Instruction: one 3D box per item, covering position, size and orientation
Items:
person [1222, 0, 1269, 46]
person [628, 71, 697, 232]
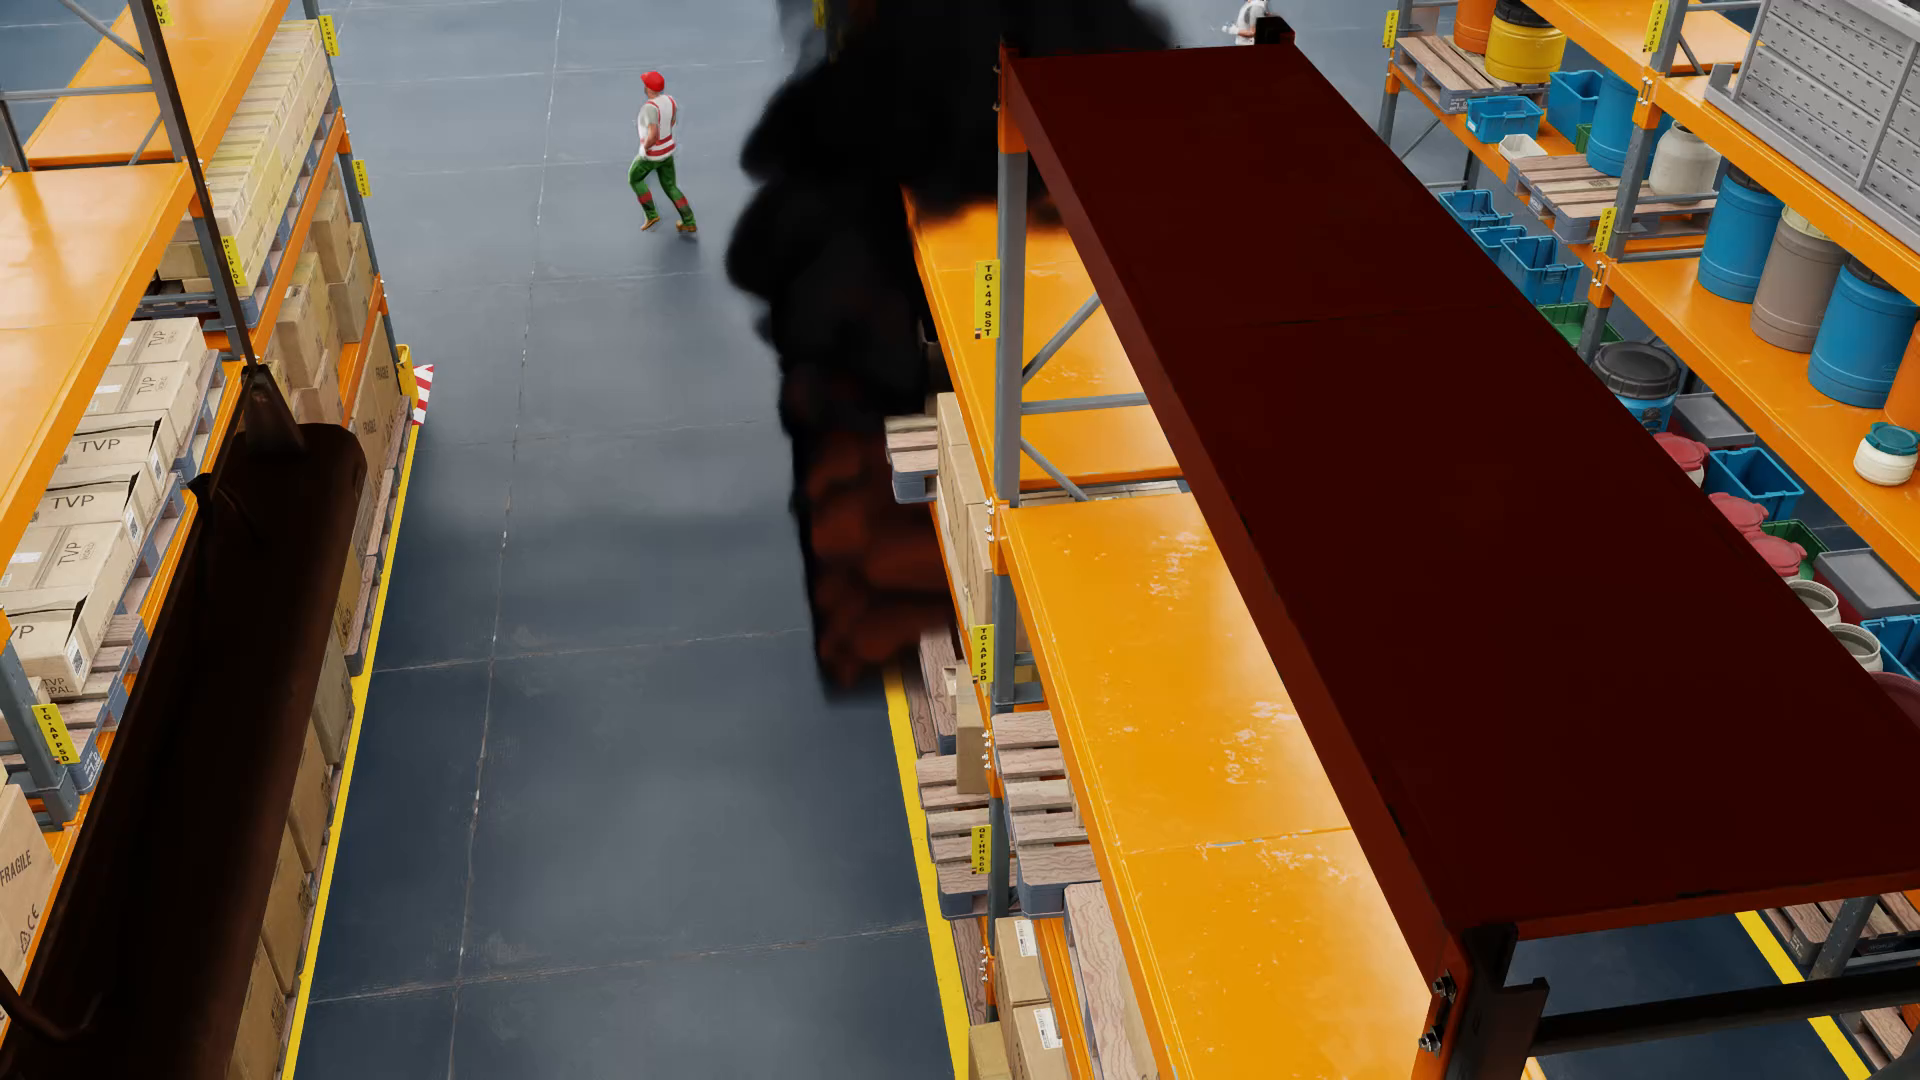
[{"bbox_3d":[3.502,-5.957,20.080,0.868,1.760,0.668,6,37,8],"label":"person"},{"bbox_3d":[-3.183,-4.037,17.477,0.755,1.812,0.670,21,41,26],"label":"person"}]
